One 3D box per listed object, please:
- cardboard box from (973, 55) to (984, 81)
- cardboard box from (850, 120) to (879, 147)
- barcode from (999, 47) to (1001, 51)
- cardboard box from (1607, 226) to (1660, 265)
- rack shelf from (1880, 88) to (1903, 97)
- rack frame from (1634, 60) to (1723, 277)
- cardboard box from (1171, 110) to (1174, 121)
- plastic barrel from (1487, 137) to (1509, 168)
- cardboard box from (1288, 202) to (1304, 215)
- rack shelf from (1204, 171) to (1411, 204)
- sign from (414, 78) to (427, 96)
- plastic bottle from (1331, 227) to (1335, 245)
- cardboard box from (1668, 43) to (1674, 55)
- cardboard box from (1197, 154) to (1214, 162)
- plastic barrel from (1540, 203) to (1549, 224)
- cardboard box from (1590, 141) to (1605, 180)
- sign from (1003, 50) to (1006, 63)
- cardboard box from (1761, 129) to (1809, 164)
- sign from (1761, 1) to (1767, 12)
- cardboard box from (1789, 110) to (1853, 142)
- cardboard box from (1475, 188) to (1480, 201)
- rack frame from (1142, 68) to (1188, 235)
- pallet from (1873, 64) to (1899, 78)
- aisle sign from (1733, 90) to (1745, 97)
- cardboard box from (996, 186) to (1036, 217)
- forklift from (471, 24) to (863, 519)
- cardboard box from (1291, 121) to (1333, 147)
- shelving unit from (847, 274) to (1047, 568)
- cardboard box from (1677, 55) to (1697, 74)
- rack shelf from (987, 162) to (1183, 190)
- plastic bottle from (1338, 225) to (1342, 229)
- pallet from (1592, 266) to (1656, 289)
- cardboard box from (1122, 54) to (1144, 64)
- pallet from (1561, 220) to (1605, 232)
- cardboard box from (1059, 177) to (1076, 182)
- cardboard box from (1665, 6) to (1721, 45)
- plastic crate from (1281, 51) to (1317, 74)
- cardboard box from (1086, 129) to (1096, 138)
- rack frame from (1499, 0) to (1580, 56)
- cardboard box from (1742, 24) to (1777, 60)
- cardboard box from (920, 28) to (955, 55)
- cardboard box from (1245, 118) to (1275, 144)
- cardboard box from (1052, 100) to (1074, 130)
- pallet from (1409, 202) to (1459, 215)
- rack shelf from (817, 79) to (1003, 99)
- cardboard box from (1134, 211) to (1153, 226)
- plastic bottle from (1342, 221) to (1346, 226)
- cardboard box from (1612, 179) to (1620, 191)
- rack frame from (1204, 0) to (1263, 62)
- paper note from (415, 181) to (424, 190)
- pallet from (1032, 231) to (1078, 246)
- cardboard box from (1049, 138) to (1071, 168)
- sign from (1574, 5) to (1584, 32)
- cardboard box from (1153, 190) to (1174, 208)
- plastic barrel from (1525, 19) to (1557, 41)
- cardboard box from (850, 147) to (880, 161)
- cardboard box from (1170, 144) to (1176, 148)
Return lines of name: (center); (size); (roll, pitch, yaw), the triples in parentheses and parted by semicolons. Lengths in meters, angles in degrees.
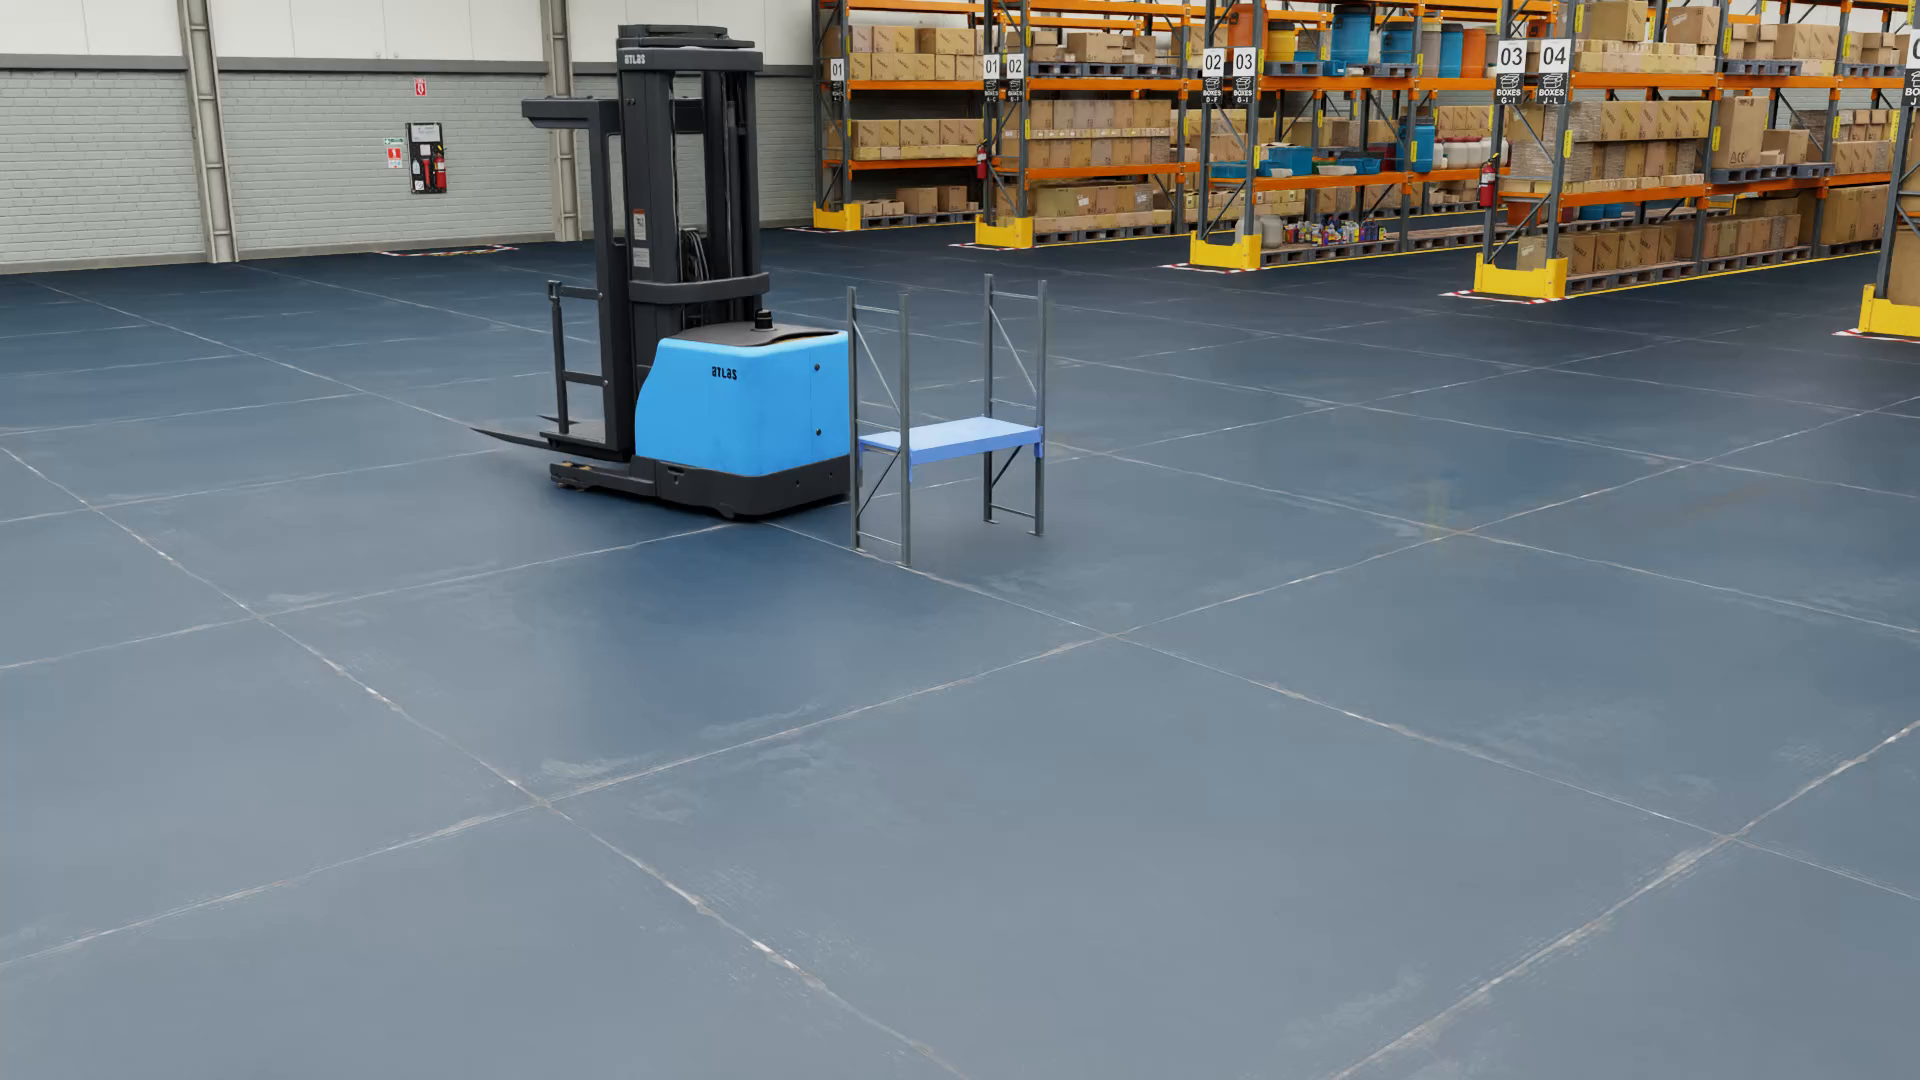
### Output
cardboard box: (0.322, -9.612, 33.877); (0.500, 0.500, 0.500); (-12, 19, -38)
cardboard box: (-1.917, -7.883, 32.248); (0.500, 0.500, 0.500); (-13, 19, -39)
barcode: (0.691, -8.472, 28.717); (0.075, 0.075, 0.001); (-13, 19, -39)
cardboard box: (9.542, -4.183, 23.626); (0.500, 0.500, 0.500); (-6, 16, -22)
rack shelf: (17.841, -8.141, 29.999); (4.000, 0.370, 1.077); (-13, 19, -39)
rack frame: (10.297, -5.346, 23.951); (0.127, 3.000, 1.000); (-13, 19, -39)
cardboard box: (4.477, -9.598, 37.609); (0.500, 0.250, 0.500); (-13, 20, -40)
plastic barrel: (9.428, -6.826, 29.275); (0.421, 0.512, 0.421); (0, 15, 0)
cardboard box: (6.578, -6.690, 33.499); (0.500, 0.250, 0.500); (-12, 19, -38)
rack shelf: (5.537, -5.624, 26.385); (4.000, 0.370, 1.077); (-13, 19, -39)
sign: (-9.002, -7.558, 27.743); (0.199, 0.298, 0.001); (-13, 19, -39)
plastic bottle: (5.935, -4.848, 26.523); (0.097, 0.271, 0.097); (0, 15, 0)
cardboard box: (9.413, -6.636, 22.486); (0.250, 0.149, 0.380); (-12, 19, -37)
cardboard box: (4.600, -7.264, 31.619); (0.250, 0.149, 0.380); (-13, 19, -39)
plastic barrel: (10.789, -6.188, 31.110); (0.421, 0.512, 0.421); (0, 15, 0)
cardboard box: (8.011, -5.056, 22.096); (0.500, 0.500, 0.875); (-13, 19, -39)
sign: (0.905, -9.833, 33.937); (0.005, 0.325, 0.100); (-13, 19, -39)
cardboard box: (12.578, -6.061, 25.622); (0.500, 0.500, 0.700); (-9, 18, -31)
sign: (16.472, -10.981, 34.048); (0.005, 0.325, 0.100); (-13, 19, -39)
cardboard box: (13.877, -6.677, 26.797); (0.637, 0.503, 0.797); (-12, 19, -38)
cardboard box: (11.865, -7.897, 37.977); (0.500, 0.250, 0.500); (-13, 19, -39)
rack frame: (3.797, -7.275, 31.173); (0.127, 3.000, 1.000); (-13, 19, -39)
pallet: (14.607, -7.691, 27.283); (1.213, 0.211, 1.003); (-12, 19, -37)
aisle sign: (16.345, -9.554, 34.668); (0.004, 0.787, 0.394); (-13, 19, -39)
cardboard box: (0.989, -5.983, 29.397); (0.500, 0.500, 0.500); (-13, 19, -39)
forklift: (-2.103, -1.831, 10.925); (3.031, 2.935, 1.130); (11, 19, 36)
cardboard box: (7.216, -8.332, 34.125); (0.700, 0.500, 0.500); (8, 17, 28)
shelving unit: (-0.064, -0.710, 9.502); (1.048, 1.500, 0.538); (-13, 19, -39)
cardboard box: (9.724, -6.508, 22.780); (0.500, 0.250, 0.500); (-12, 19, -38)
rack shelf: (2.288, -6.589, 29.998); (4.000, 0.370, 1.077); (-13, 19, -39)
plastic bottle: (6.165, -4.952, 26.887); (0.133, 0.283, 0.061); (-13, 19, -39)
pallet: (8.893, -3.670, 23.081); (1.213, 0.211, 1.003); (-13, 19, -39)
cardboard box: (3.067, -8.616, 29.782); (0.250, 0.149, 0.380); (-13, 19, -39)
pallet: (11.551, -5.988, 31.757); (1.213, 0.211, 1.003); (-13, 19, -39)
cardboard box: (2.195, -7.979, 36.347); (0.500, 0.250, 0.500); (-13, 20, -40)
cardboard box: (10.125, -7.103, 22.977); (0.500, 0.500, 0.500); (-13, 20, -41)
plastic crate: (5.269, -7.456, 26.068); (0.575, 0.384, 0.392); (-13, 19, -39)
cardboard box: (2.187, -7.202, 29.450); (0.250, 0.149, 0.380); (-13, 20, -40)
rack frame: (7.280, -7.567, 20.640); (0.127, 3.000, 1.000); (-13, 19, -39)
cardboard box: (11.427, -7.268, 24.320); (0.637, 0.503, 0.797); (-12, 19, -37)
cardboard box: (-0.451, -9.906, 33.040); (0.500, 0.500, 0.500); (-14, 20, -41)
cardboard box: (6.998, -9.828, 40.148); (0.700, 0.700, 0.980); (-12, 19, -39)
cardboard box: (1.573, -7.448, 29.114); (0.500, 0.500, 0.700); (-13, 20, -41)
pallet: (10.351, -7.399, 37.042); (1.213, 0.211, 1.003); (-13, 19, -39)
rack shelf: (-0.966, -9.002, 33.219); (4.000, 0.370, 1.077); (-13, 19, -39)
cardboard box: (3.207, -5.946, 30.711); (0.500, 0.250, 0.500); (-13, 19, -39)
plastic bottle: (6.362, -5.161, 27.670); (0.133, 0.283, 0.061); (-13, 19, -39)
cardboard box: (8.590, -4.762, 22.251); (0.250, 0.149, 0.380); (-13, 19, -39)
rack frame: (4.028, -8.531, 24.250); (0.127, 3.000, 1.000); (-13, 19, -39)
paper note: (-9.109, -5.978, 28.026); (0.142, 0.148, 0.016); (-13, 19, -39)
pallet: (1.329, -5.388, 29.512); (1.213, 0.211, 1.003); (-13, 19, -39)
cardboard box: (1.533, -6.812, 29.247); (0.500, 0.500, 0.700); (-12, 19, -38)
sign: (7.636, -6.434, 20.519); (0.005, 0.325, 0.100); (-13, 19, -39)
cardboard box: (3.915, -6.545, 31.867); (0.500, 0.311, 0.500); (-13, 19, -39)
plastic barrel: (10.494, -8.943, 29.959); (0.708, 0.830, 0.600); (-13, 19, -39)
cardboard box: (-1.898, -7.519, 32.339); (0.500, 0.250, 0.500); (-13, 20, -41)
cardboard box: (4.711, -8.997, 38.069); (0.250, 0.149, 0.380); (-12, 19, -38)
